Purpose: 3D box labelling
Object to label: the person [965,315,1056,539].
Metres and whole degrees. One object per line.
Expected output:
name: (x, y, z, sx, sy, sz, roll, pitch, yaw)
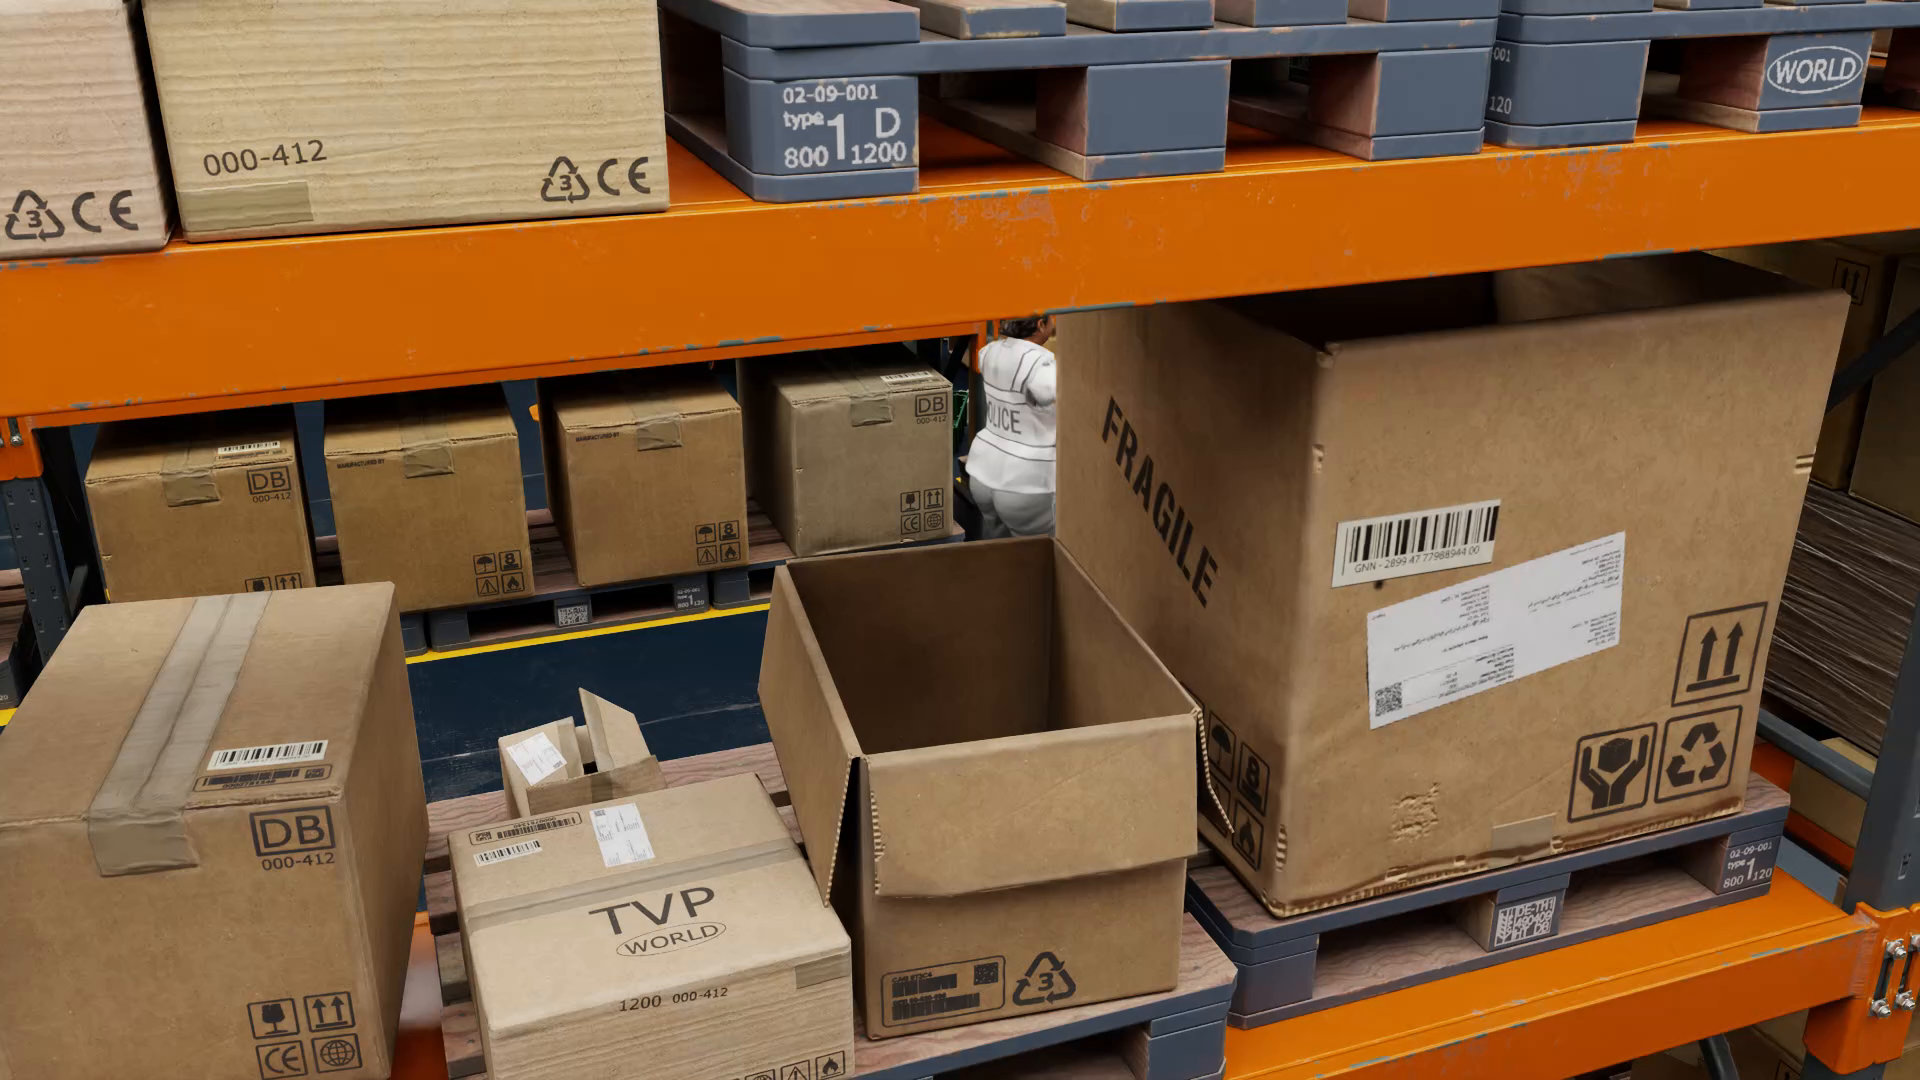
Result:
person: (0.309, -0.222, 6.636, 0.552, 1.663, 0.452, -13, 26, -29)
